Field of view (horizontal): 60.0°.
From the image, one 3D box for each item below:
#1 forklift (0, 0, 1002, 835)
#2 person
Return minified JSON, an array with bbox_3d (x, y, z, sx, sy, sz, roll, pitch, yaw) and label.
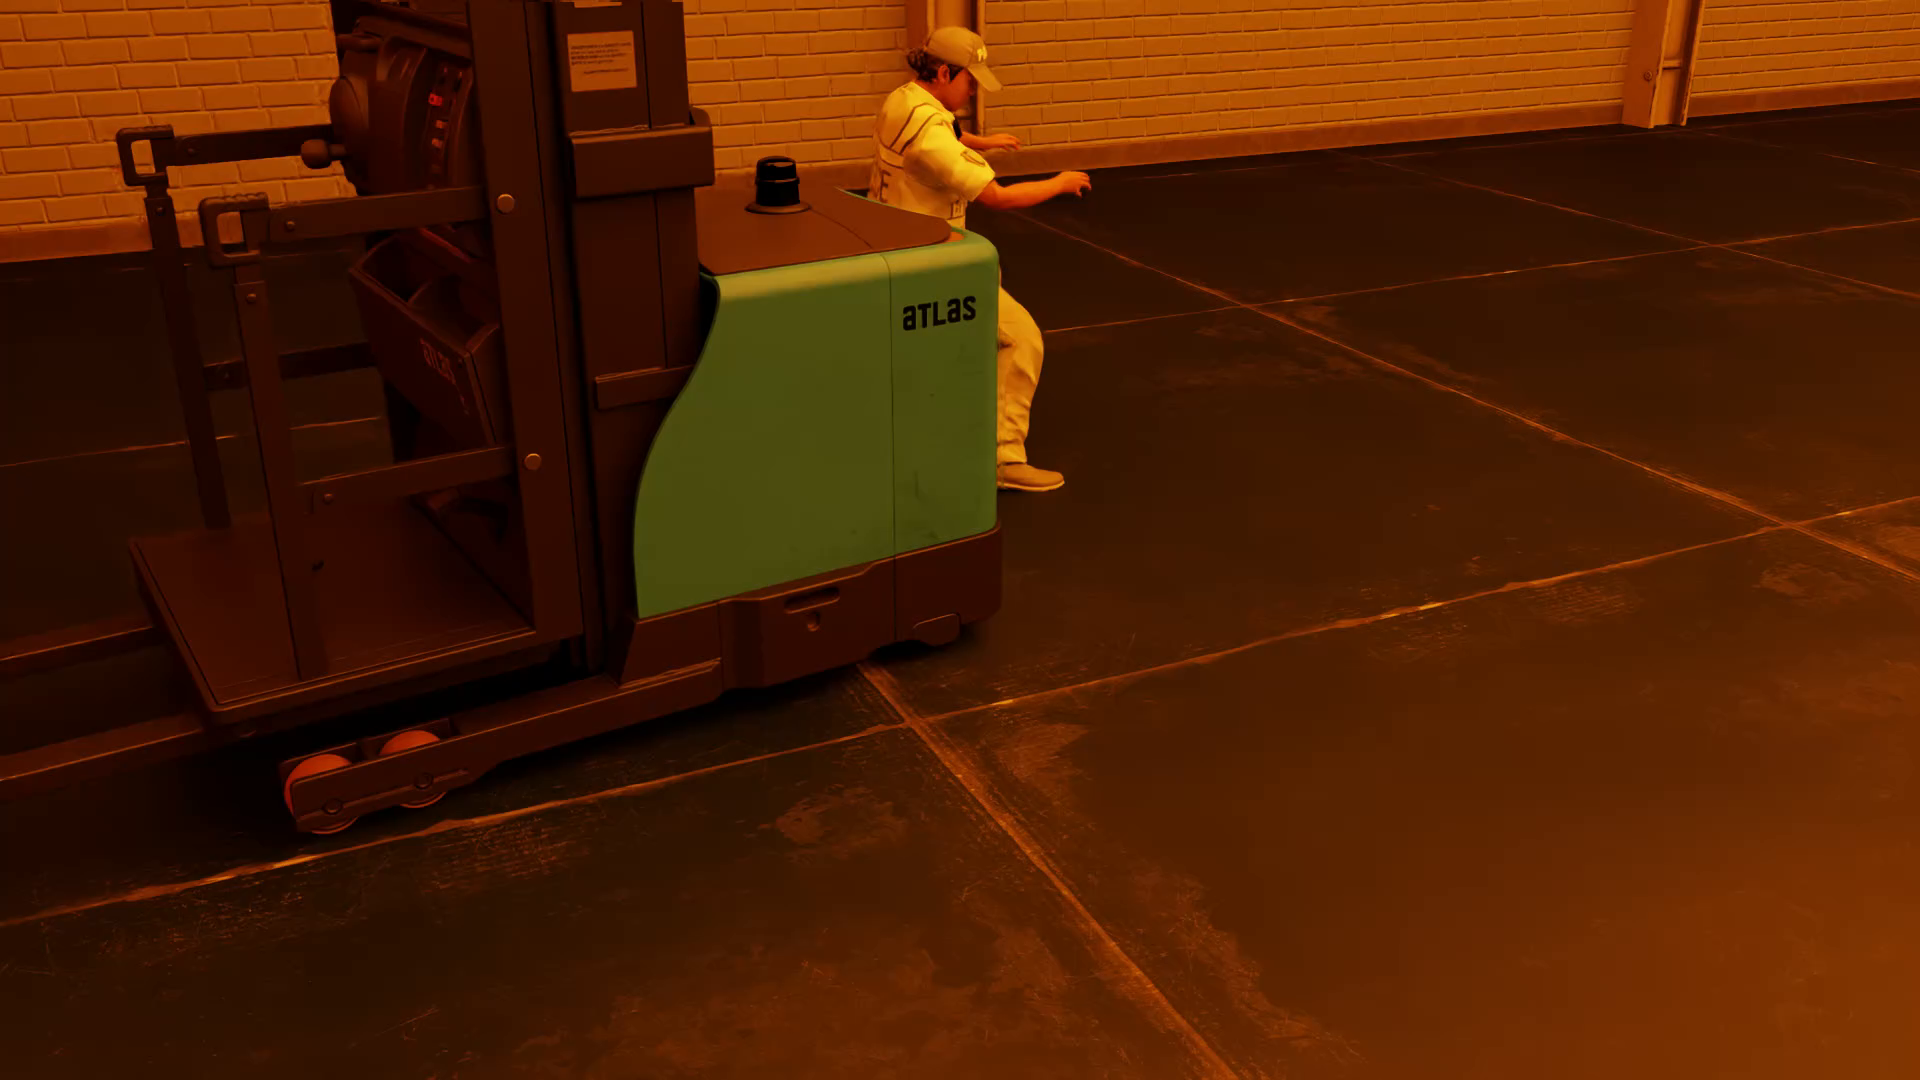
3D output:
[{"bbox_3d":[-1.403,-0.951,3.576,3.031,2.935,1.130,-14,26,-30],"label":"forklift"},{"bbox_3d":[0.049,-0.990,5.630,0.743,1.451,0.951,-4,23,-10],"label":"person"}]
